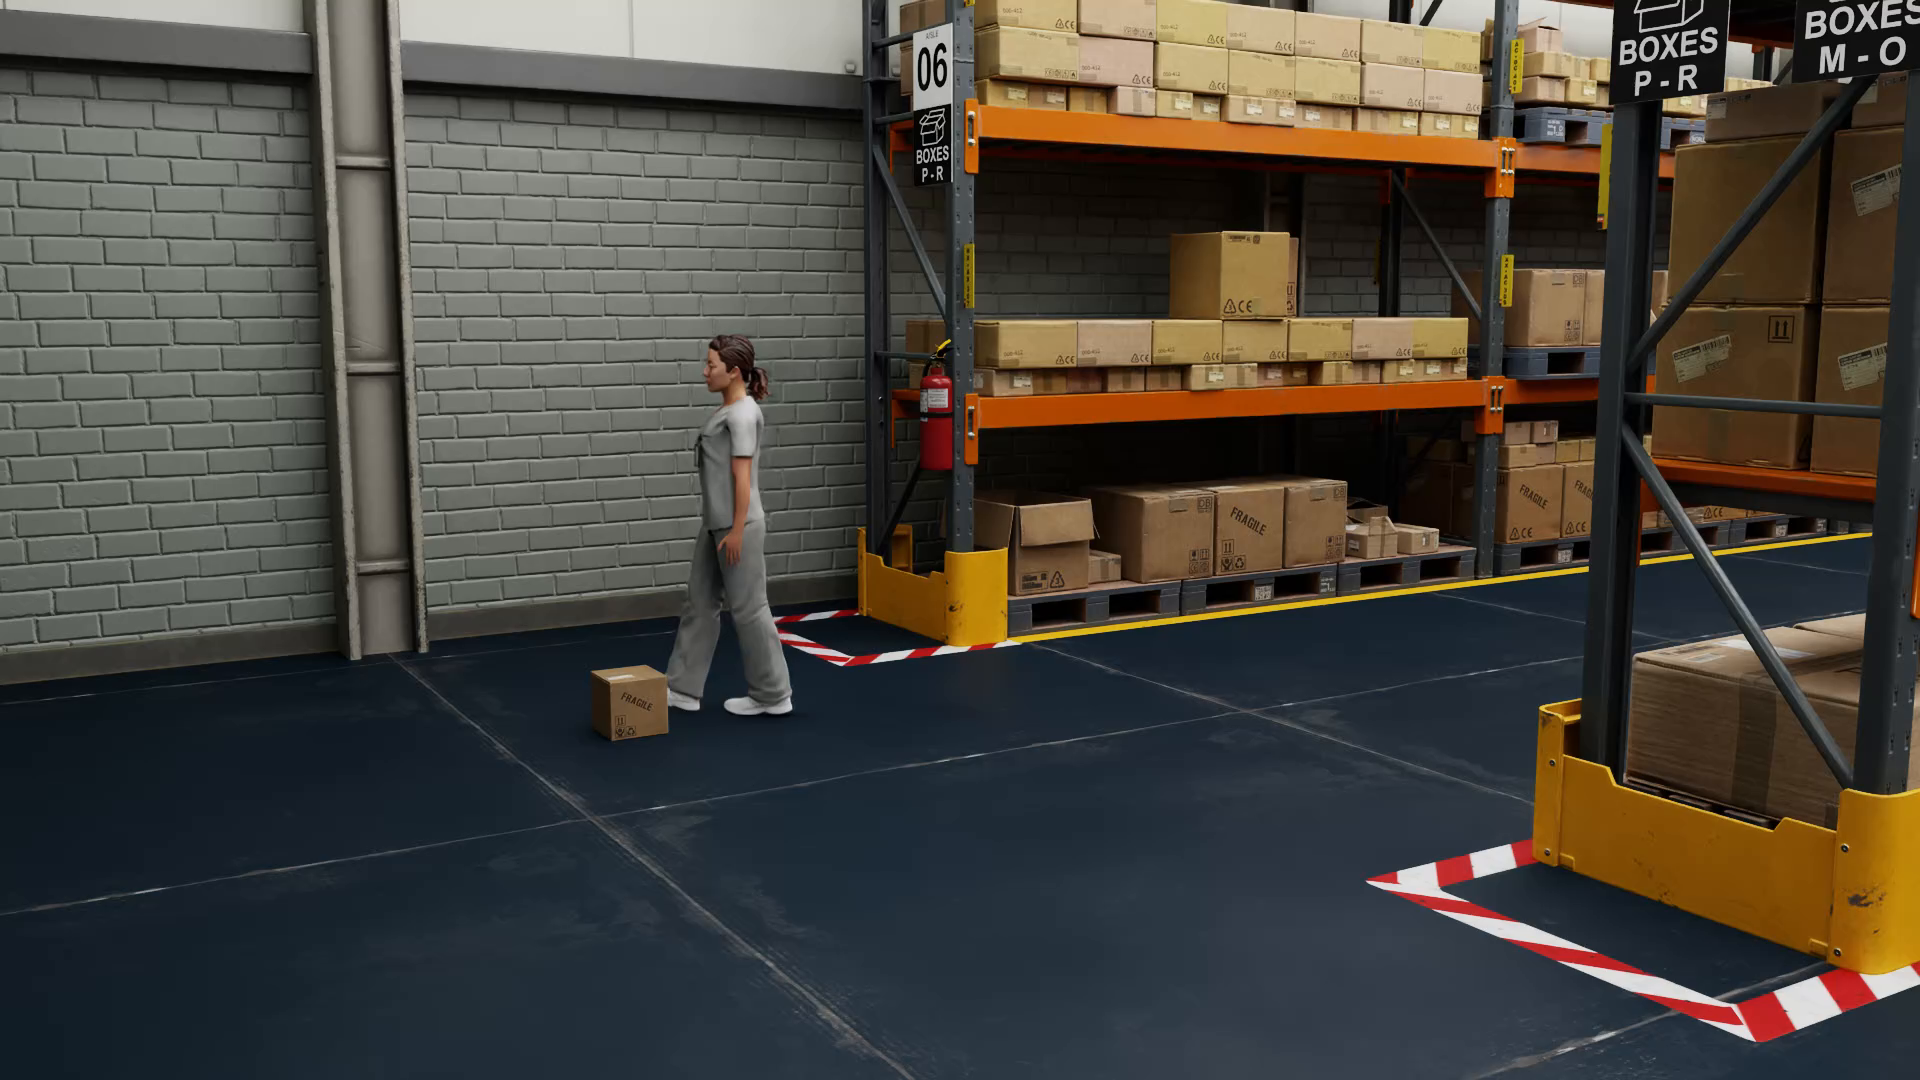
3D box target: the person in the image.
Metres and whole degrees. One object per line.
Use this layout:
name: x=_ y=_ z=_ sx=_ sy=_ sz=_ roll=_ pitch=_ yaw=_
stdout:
person: x=-1.084 y=-0.051 z=7.172 sx=0.691 sy=1.662 sz=0.450 roll=-2 pitch=9 yaw=-15
